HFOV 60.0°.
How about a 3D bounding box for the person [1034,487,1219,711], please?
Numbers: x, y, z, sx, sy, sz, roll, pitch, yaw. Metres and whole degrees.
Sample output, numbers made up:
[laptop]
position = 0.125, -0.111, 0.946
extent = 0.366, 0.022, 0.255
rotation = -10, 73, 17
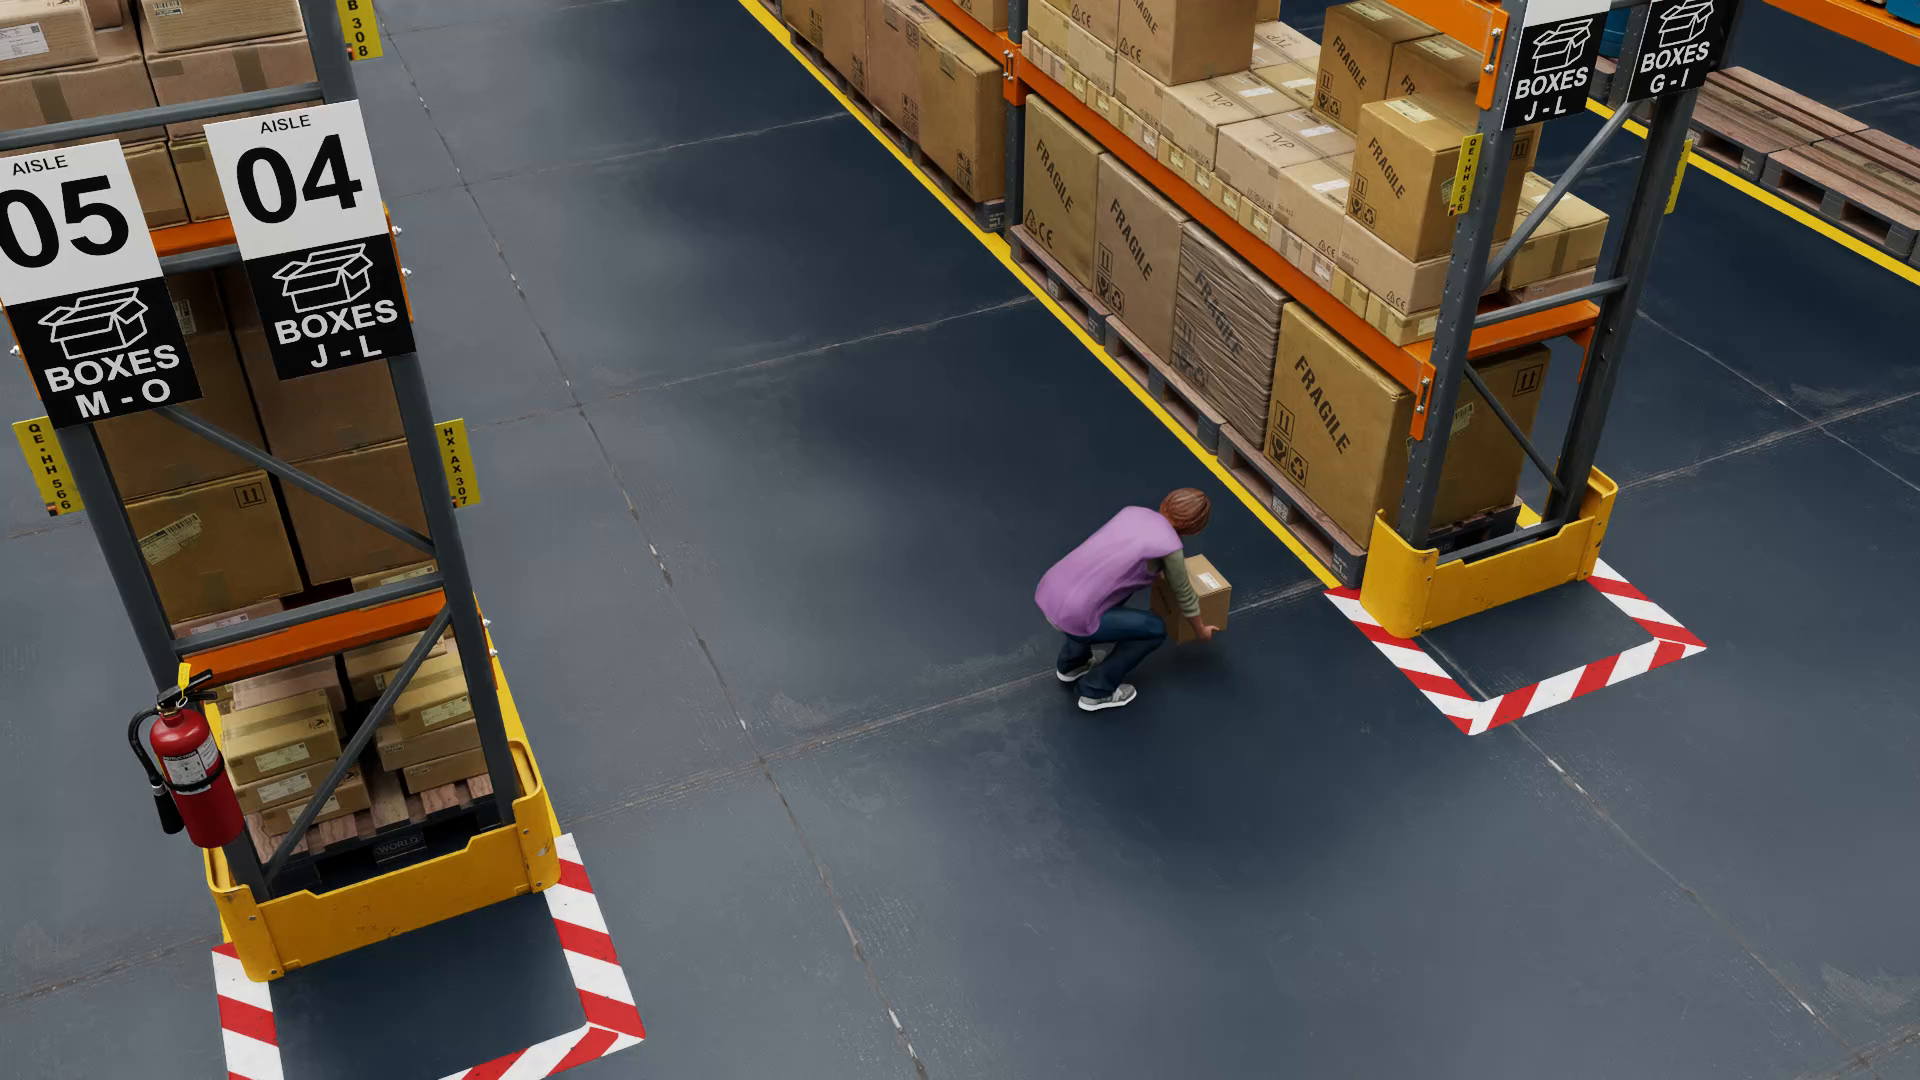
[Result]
[person]
position = 0.706, 0.257, 7.107
extent = 0.839, 0.895, 0.426
rotation = -17, 41, -21
